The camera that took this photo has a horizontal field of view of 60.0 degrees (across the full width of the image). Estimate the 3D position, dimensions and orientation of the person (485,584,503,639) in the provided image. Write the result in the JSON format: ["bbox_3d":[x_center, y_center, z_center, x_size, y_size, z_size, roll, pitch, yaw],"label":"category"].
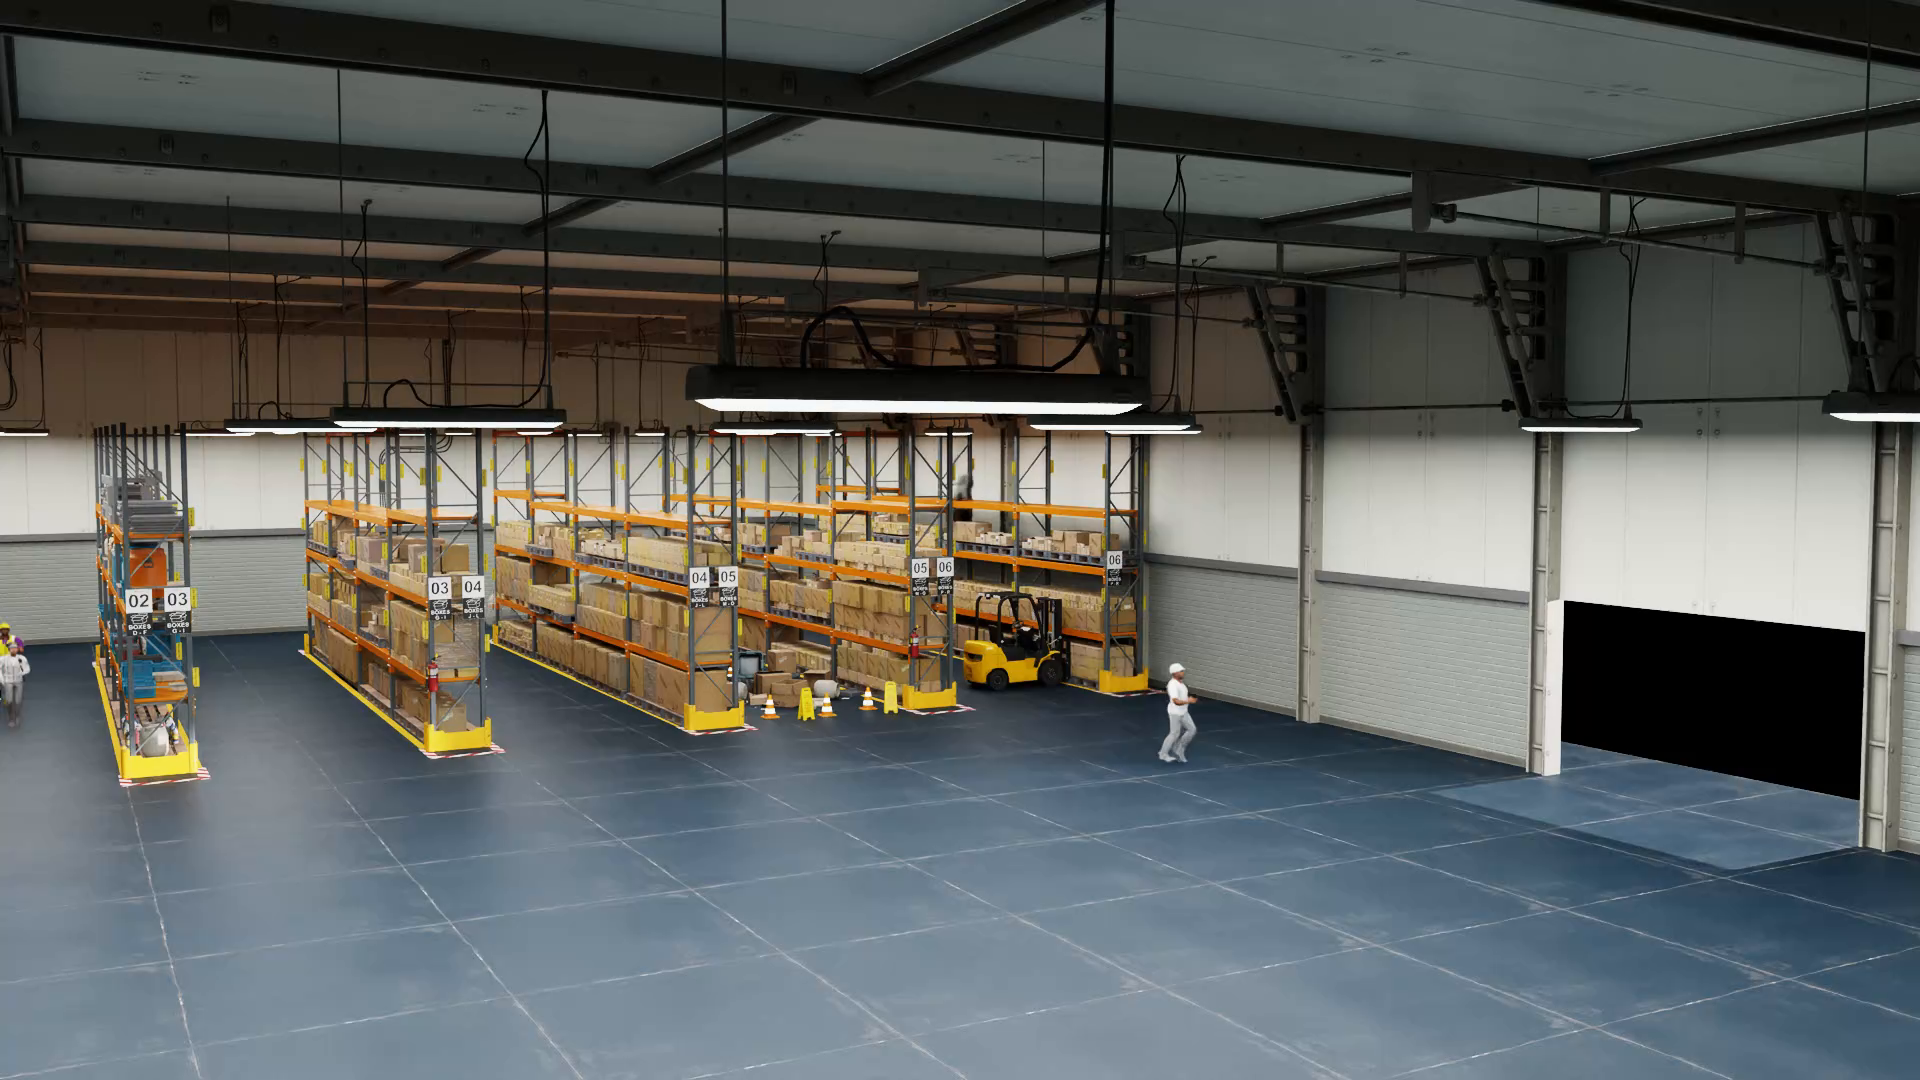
[{"bbox_3d":[-13.350,2.028,47.668,0.515,1.614,0.598,-3,5,-42],"label":"person"}]

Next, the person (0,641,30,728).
[{"bbox_3d":[-18.883,2.892,33.176,0.603,1.750,0.629,-2,4,-36],"label":"person"}]

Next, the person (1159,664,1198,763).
[{"bbox_3d":[3.861,3.068,29.304,0.711,1.784,0.648,2,4,24],"label":"person"}]

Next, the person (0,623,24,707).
[{"bbox_3d":[-20.506,2.655,35.743,0.706,1.745,0.987,-3,5,-40],"label":"person"}]
